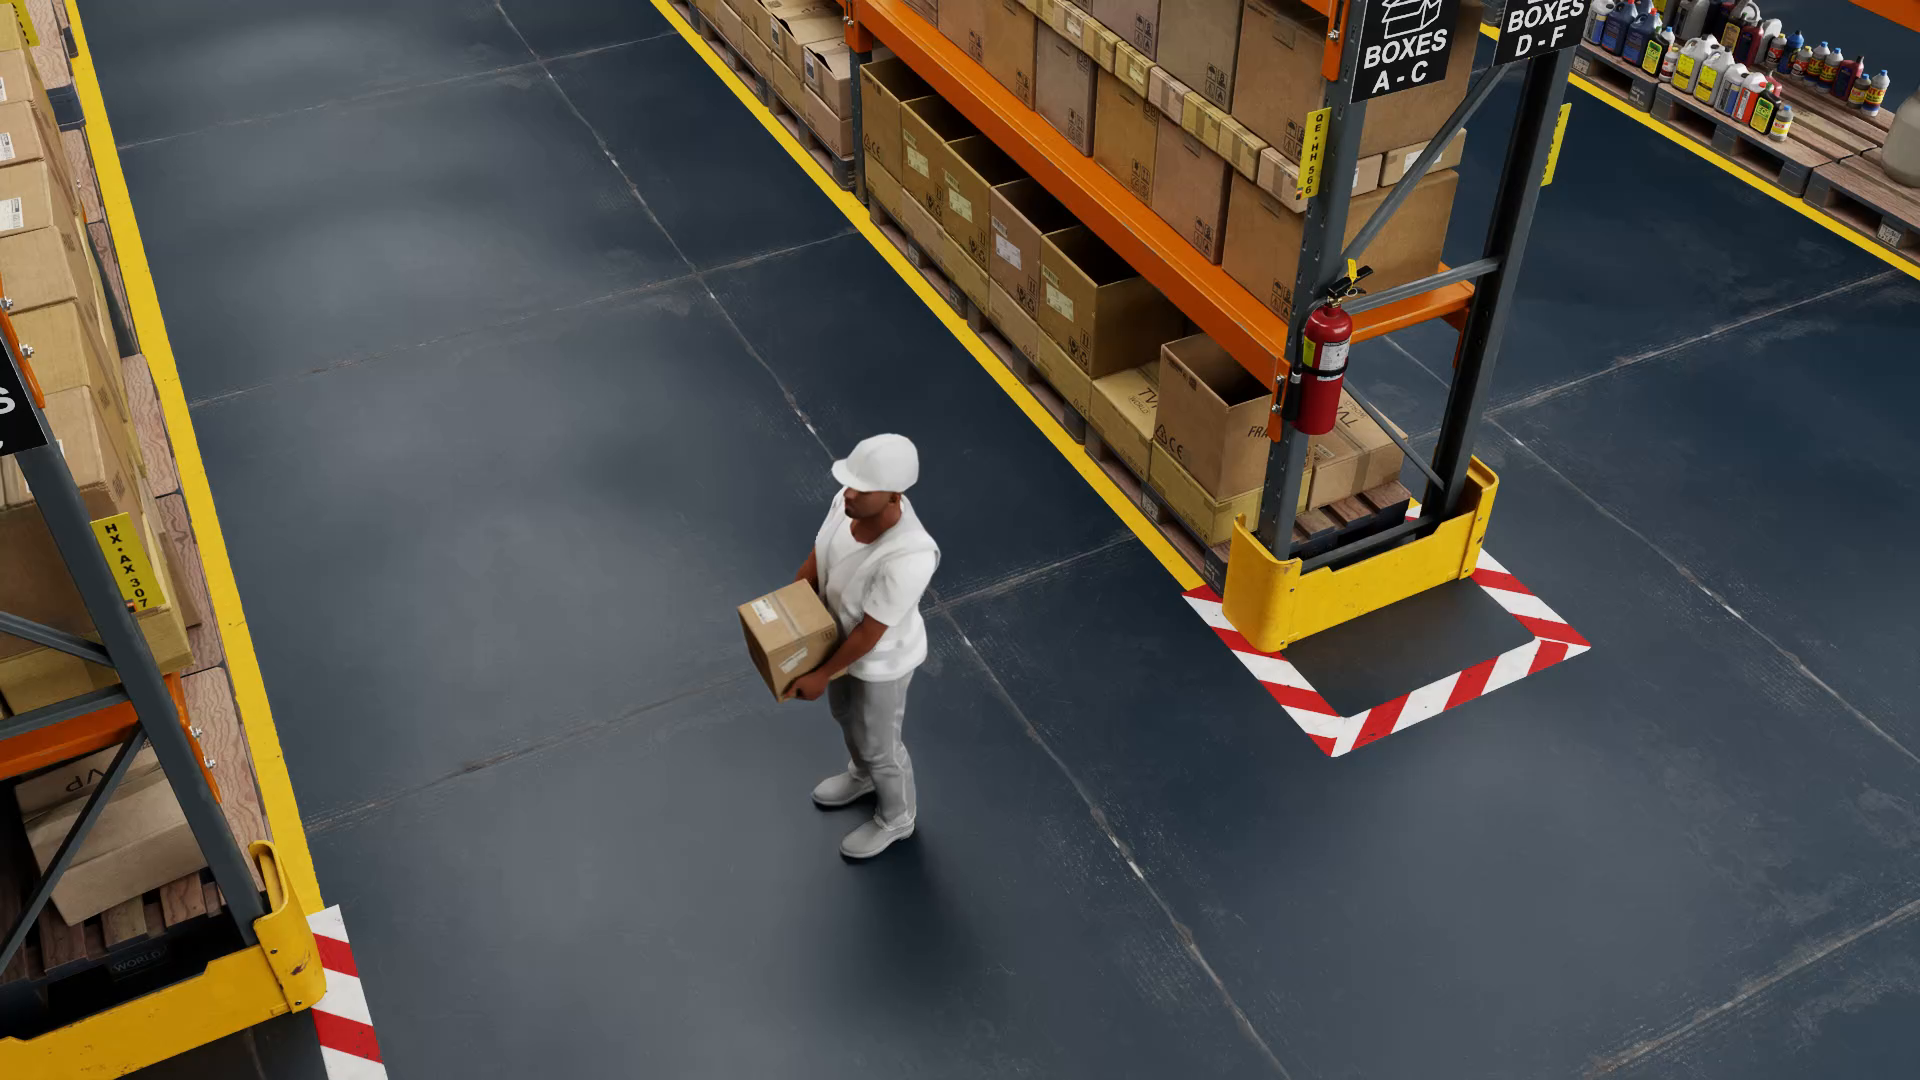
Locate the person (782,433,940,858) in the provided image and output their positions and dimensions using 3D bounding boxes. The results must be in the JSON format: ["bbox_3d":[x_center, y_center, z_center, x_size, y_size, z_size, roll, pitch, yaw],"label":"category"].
[{"bbox_3d":[-0.389,0.395,5.687,0.576,1.765,0.507,-19,44,-20],"label":"person"}]
